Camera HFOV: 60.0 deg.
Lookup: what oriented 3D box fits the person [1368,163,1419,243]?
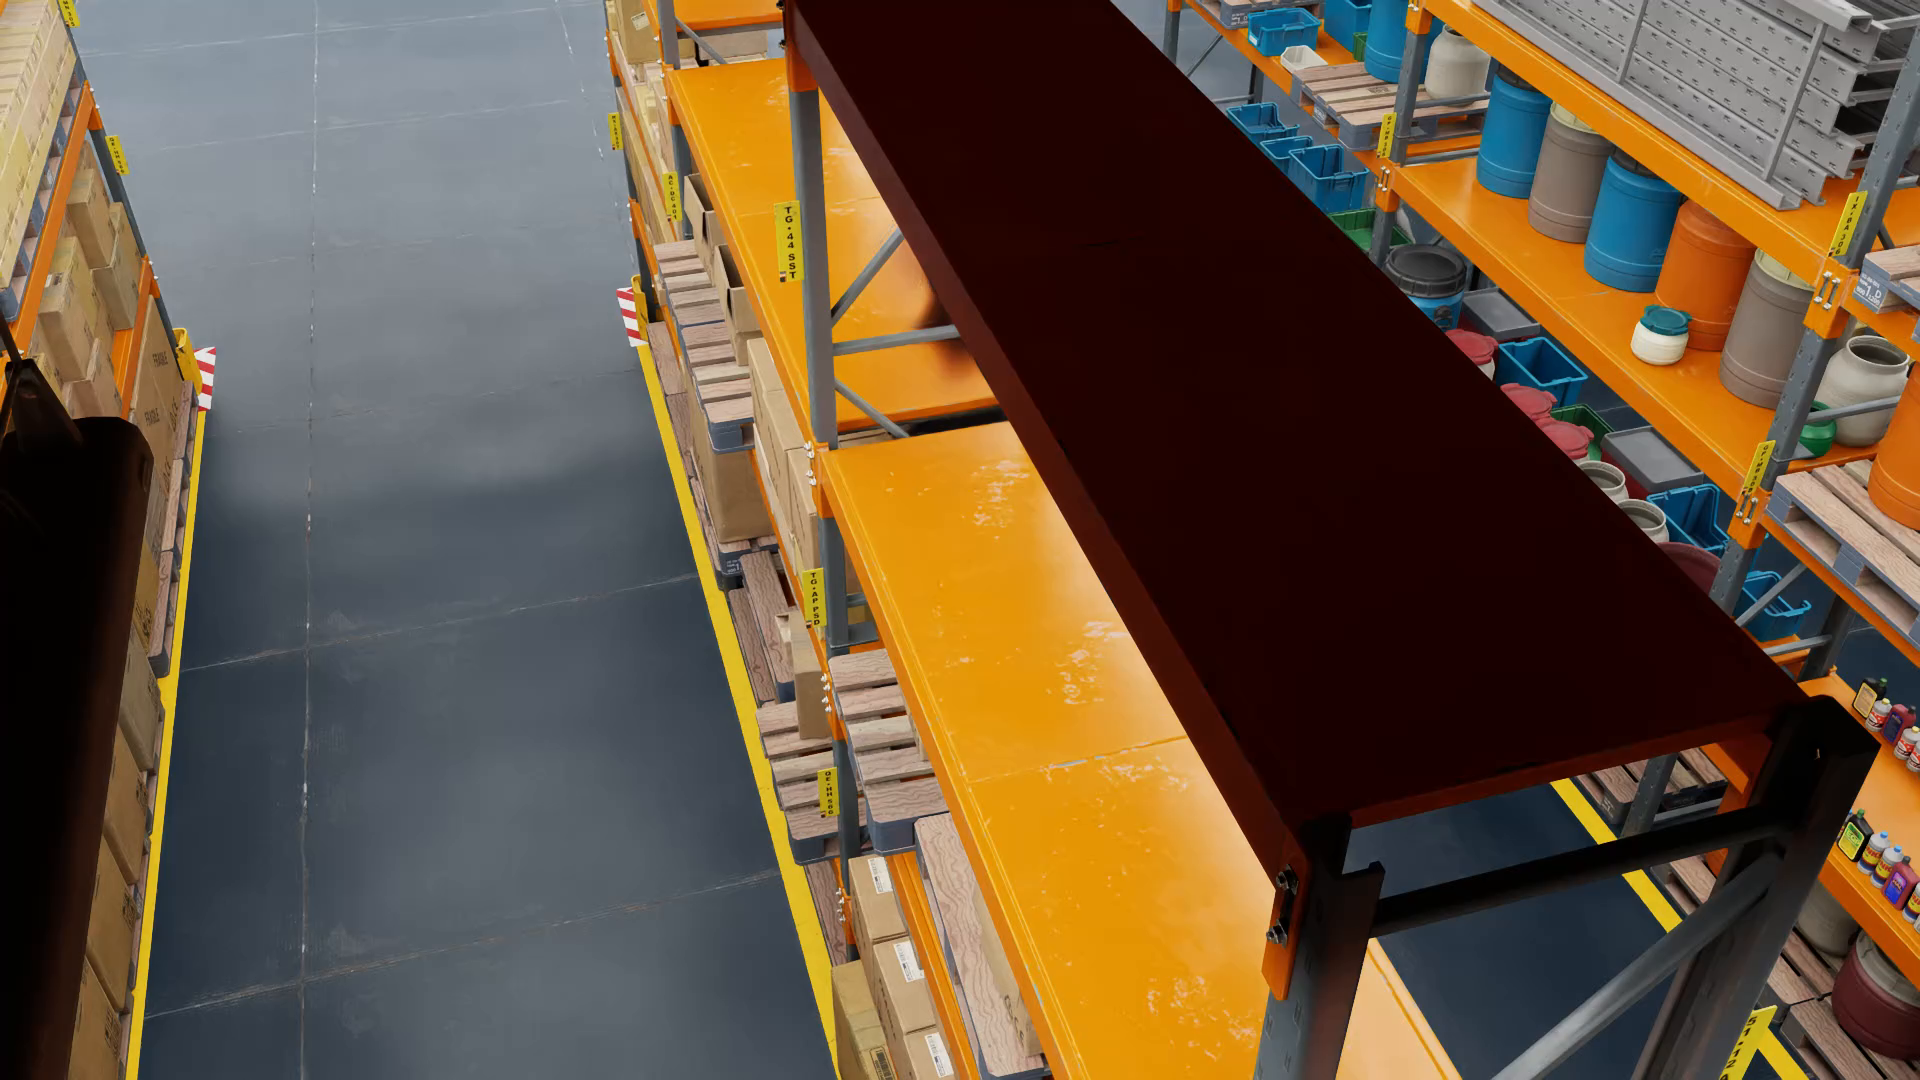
[{"bbox_3d":[4.223,-3.533,15.945,0.765,1.746,0.660,30,47,32],"label":"person"}]
